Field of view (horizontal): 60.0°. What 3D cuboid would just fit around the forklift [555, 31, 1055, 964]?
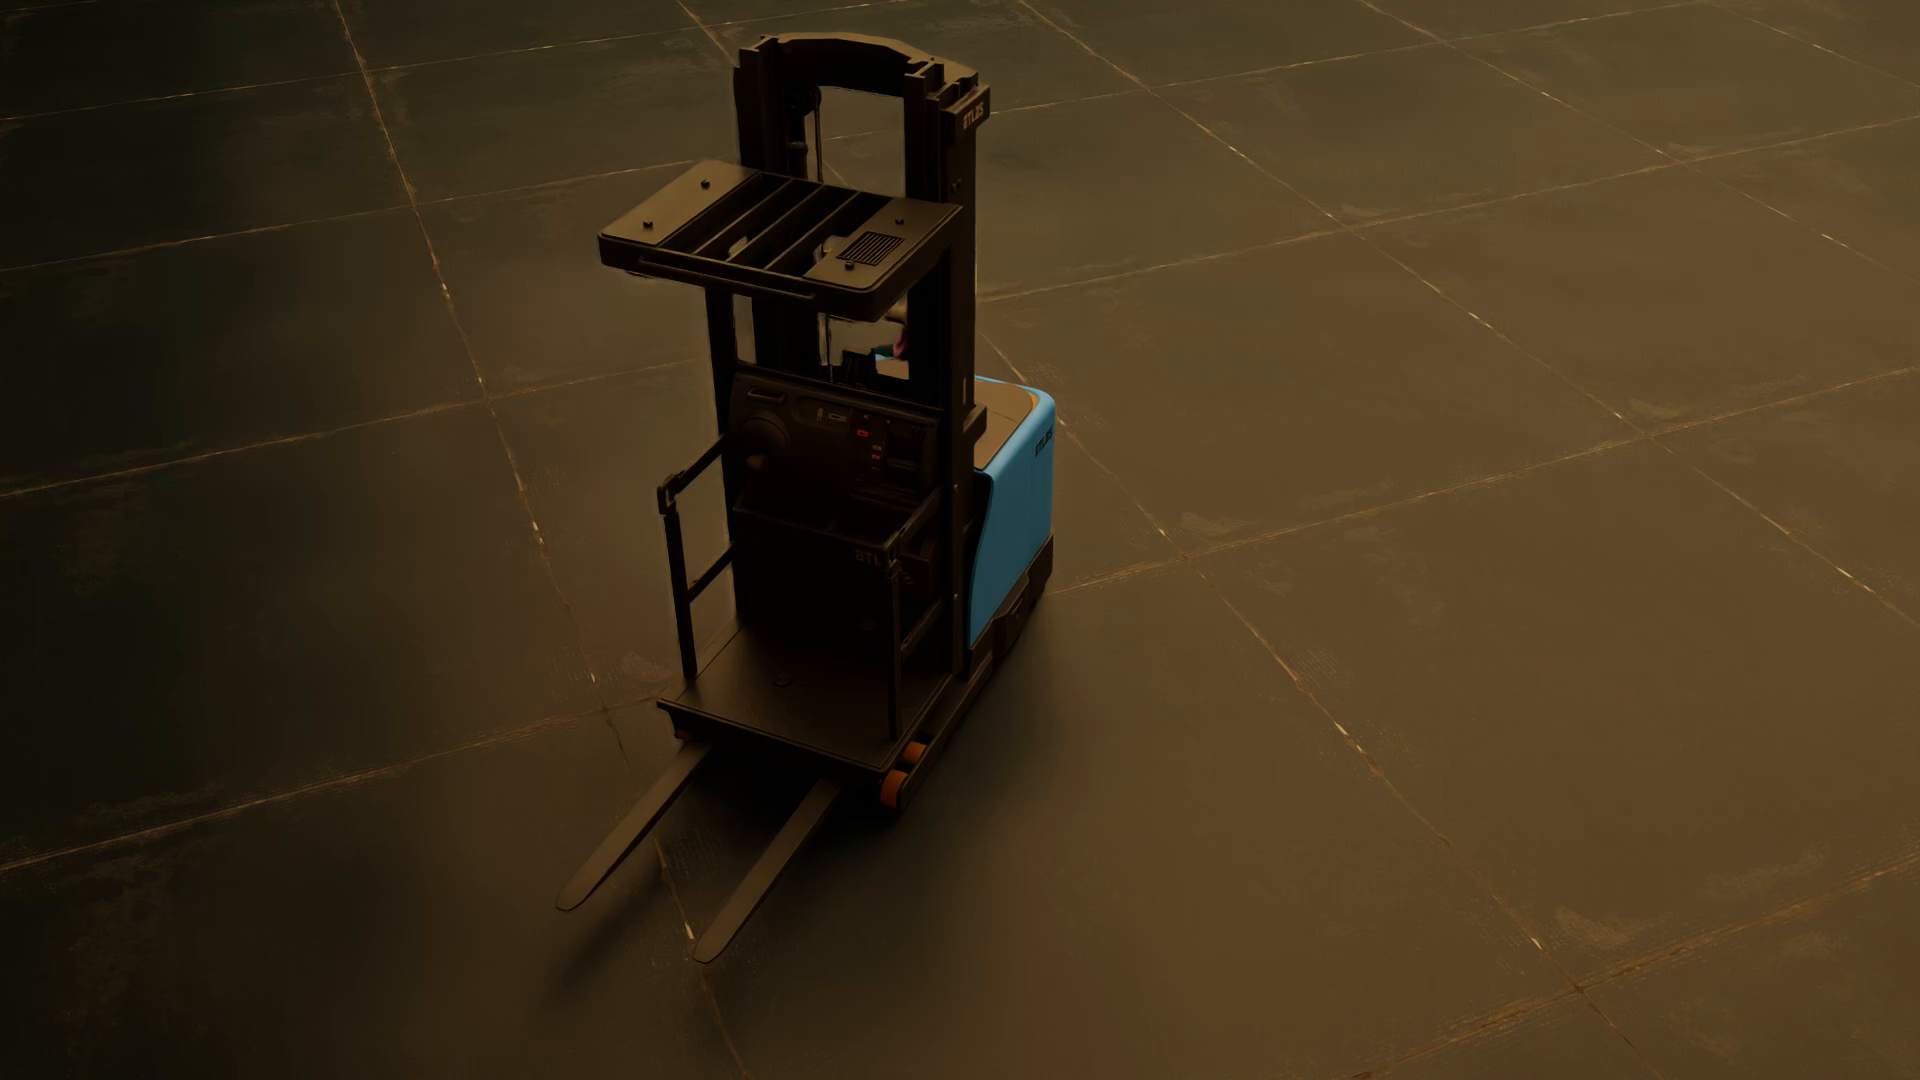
[{"bbox_3d":[-0.607,-0.344,6.583,1.130,2.935,3.031,15,38,20],"label":"forklift"}]

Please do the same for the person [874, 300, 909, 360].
[{"bbox_3d":[-0.371,-1.023,8.778,0.932,1.505,0.728,-15,38,-20],"label":"person"}]
